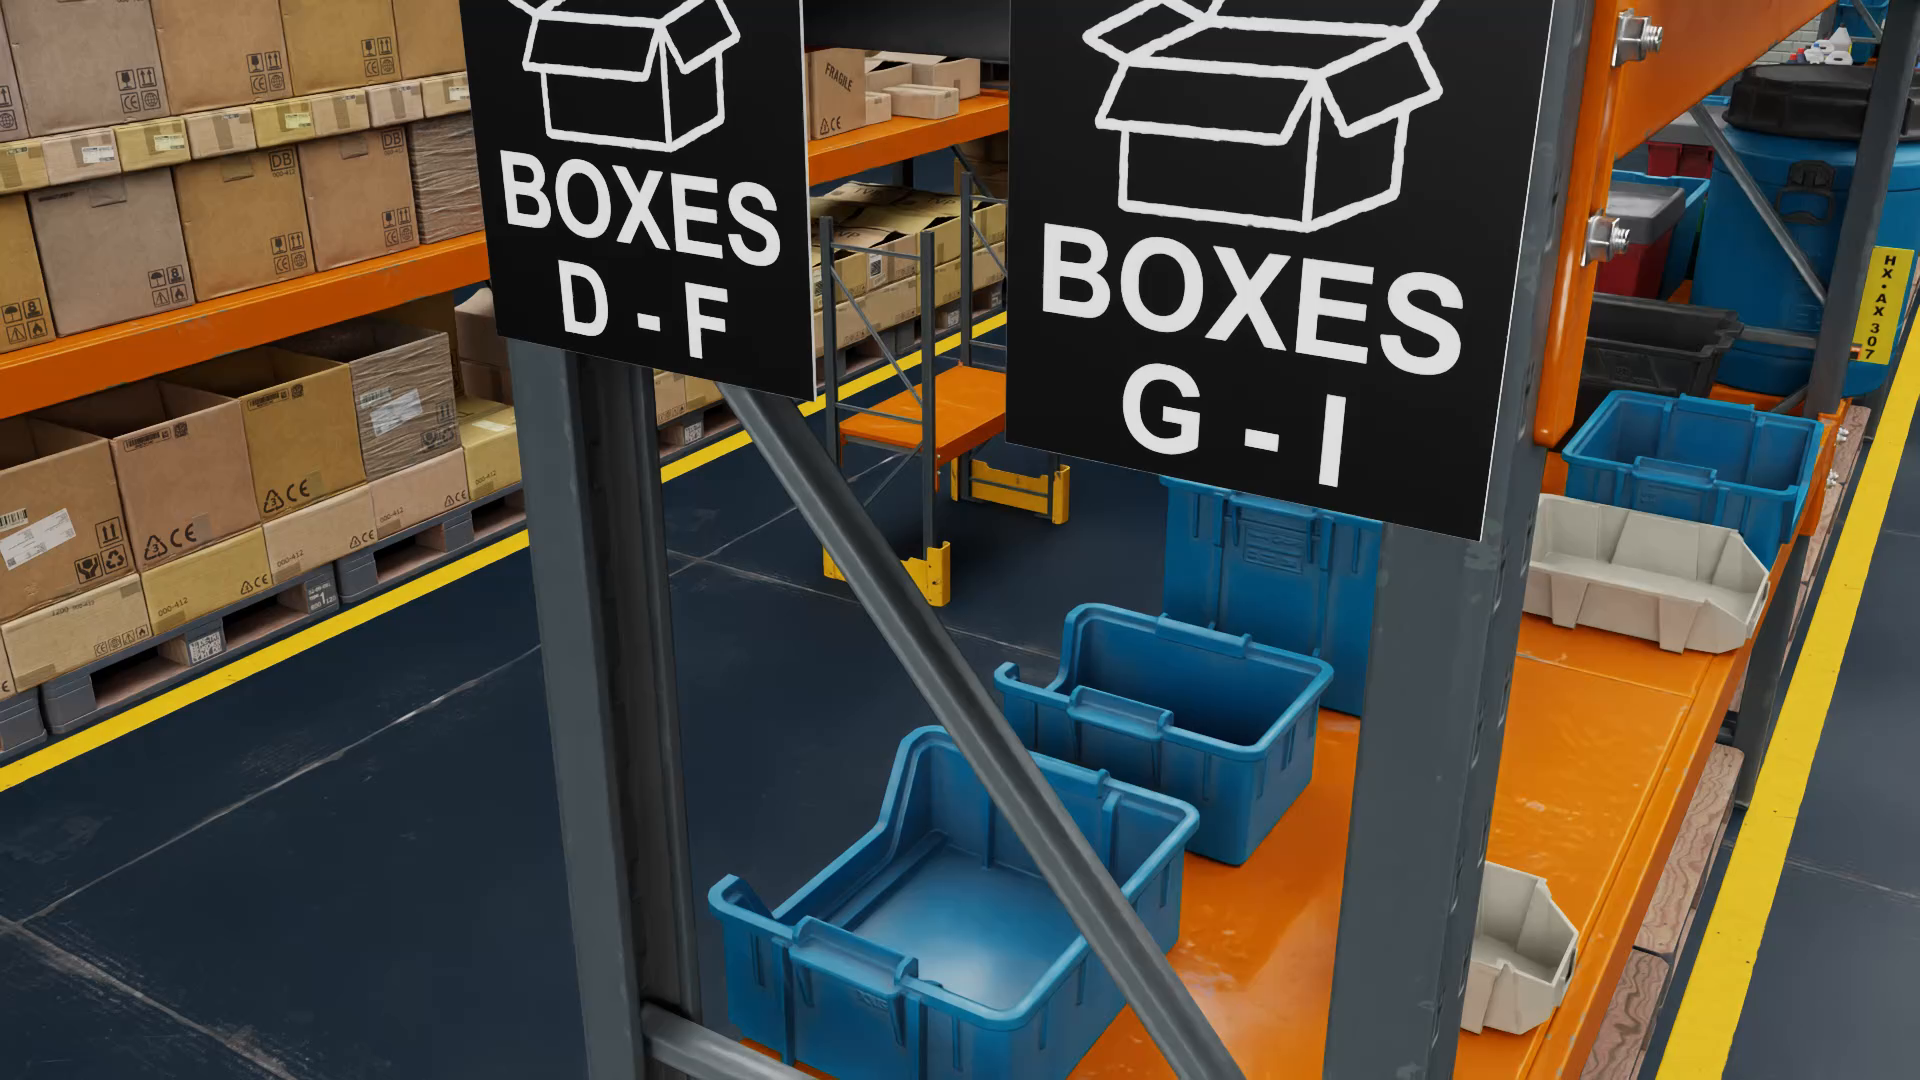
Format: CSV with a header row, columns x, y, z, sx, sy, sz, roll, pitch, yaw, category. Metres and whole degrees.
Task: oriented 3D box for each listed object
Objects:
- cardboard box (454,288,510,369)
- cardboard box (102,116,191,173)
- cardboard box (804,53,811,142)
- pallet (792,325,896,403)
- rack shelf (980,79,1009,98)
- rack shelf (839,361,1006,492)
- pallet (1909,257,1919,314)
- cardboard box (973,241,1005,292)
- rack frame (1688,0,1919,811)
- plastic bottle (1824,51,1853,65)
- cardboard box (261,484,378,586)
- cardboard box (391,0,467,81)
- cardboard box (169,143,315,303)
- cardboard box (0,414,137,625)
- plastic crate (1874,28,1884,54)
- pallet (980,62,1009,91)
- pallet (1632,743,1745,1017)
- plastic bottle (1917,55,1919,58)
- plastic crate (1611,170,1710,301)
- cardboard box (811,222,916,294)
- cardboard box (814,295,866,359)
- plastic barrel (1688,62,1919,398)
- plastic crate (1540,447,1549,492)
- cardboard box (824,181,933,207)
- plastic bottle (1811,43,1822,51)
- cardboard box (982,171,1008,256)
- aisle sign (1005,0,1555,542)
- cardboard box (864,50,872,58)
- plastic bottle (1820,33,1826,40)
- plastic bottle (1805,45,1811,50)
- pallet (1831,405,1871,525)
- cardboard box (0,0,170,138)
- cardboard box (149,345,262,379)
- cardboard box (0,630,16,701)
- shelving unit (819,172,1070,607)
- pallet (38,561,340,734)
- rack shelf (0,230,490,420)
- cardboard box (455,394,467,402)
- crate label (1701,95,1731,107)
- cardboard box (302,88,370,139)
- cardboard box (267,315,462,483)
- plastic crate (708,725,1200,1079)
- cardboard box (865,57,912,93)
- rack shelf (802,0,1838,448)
x,y,z,sx,sy,sz,roll,pitch,yaw,category
-2.131,-1.069,8.170,0.500,0.311,0.500,14,27,29,cardboard box
-2.872,-1.372,5.701,0.380,0.149,0.250,15,28,31,cardboard box
-1.140,-2.332,8.736,0.500,0.500,0.500,14,27,29,cardboard box
-1.103,-1.074,9.466,1.003,0.211,1.213,14,27,29,pallet
1.063,-3.379,12.184,1.077,0.370,4.000,14,27,29,rack shelf
-0.045,-0.494,6.957,0.538,0.185,1.000,14,27,29,rack shelf
5.882,-1.813,11.173,1.003,0.211,1.213,14,27,29,pallet
-0.062,-1.736,10.417,0.500,0.250,0.500,15,27,30,cardboard box
2.105,-0.644,4.963,1.000,3.000,0.127,14,27,29,rack frame
5.398,-2.867,10.253,0.152,0.276,0.135,14,27,29,plastic bottle
-2.684,-0.074,6.577,0.500,0.250,0.500,14,27,29,cardboard box
-2.330,-2.174,6.737,0.700,0.500,0.500,14,27,29,cardboard box
-2.871,-1.231,6.191,0.700,0.500,0.500,14,27,30,cardboard box
-3.225,-0.084,5.656,0.500,0.500,0.500,14,27,29,cardboard box
6.687,-3.680,12.246,0.437,0.125,0.590,14,27,29,plastic crate
0.306,-3.189,11.083,1.213,0.211,1.003,14,27,29,pallet
1.715,0.853,5.013,1.003,0.211,1.213,14,27,29,pallet
5.817,-2.811,10.130,0.097,0.271,0.097,0,23,0,plastic bottle
2.422,-1.075,5.977,0.392,0.384,0.575,14,27,29,plastic crate
-0.596,-1.647,9.506,0.500,0.311,0.500,14,27,29,cardboard box
-0.867,-1.218,9.220,0.500,0.250,0.500,14,27,30,cardboard box
2.566,-0.941,5.018,0.600,0.901,0.708,14,27,29,plastic barrel
1.149,-0.148,4.083,0.450,0.188,0.662,14,27,29,plastic crate
-0.517,-2.107,10.567,0.500,0.311,0.500,15,28,31,cardboard box
5.479,-3.052,10.687,0.097,0.271,0.097,0,23,0,plastic bottle
0.491,-2.182,11.108,0.500,0.500,0.500,15,28,31,cardboard box
0.206,-0.402,1.130,0.394,0.787,0.004,14,27,29,aisle sign
-1.343,-4.866,17.333,0.700,0.500,0.500,14,27,28,cardboard box
5.698,-3.212,11.040,0.061,0.283,0.133,14,27,29,plastic bottle
5.300,-2.957,10.451,0.061,0.283,0.133,14,27,29,plastic bottle
3.773,-0.461,8.050,1.003,0.211,1.213,14,27,29,pallet
-3.124,-1.666,5.563,0.700,0.500,0.500,14,27,29,cardboard box
-3.139,-0.530,6.688,0.500,0.500,0.500,14,27,29,cardboard box
-3.479,0.432,5.410,0.500,0.250,0.500,14,27,29,cardboard box
-0.040,-0.663,6.893,0.587,1.500,1.083,14,27,29,shelving unit
-3.199,0.269,6.363,1.003,0.211,1.213,14,27,29,pallet
-3.156,-0.679,5.947,1.077,0.370,4.000,14,27,29,rack shelf
-2.604,-0.522,7.612,0.500,0.250,0.500,14,27,29,cardboard box
3.461,-1.732,7.431,0.502,0.435,0.616,14,27,29,crate label
-2.469,-1.630,6.297,0.380,0.149,0.250,14,27,29,cardboard box
-2.434,-0.590,6.826,0.500,0.500,0.500,14,27,29,cardboard box
0.005,0.542,2.409,0.499,0.251,0.616,14,27,29,plastic crate
-0.628,-2.732,9.896,0.500,0.311,0.500,14,27,28,cardboard box
1.050,-1.016,2.951,1.077,0.370,4.000,14,27,29,rack shelf
